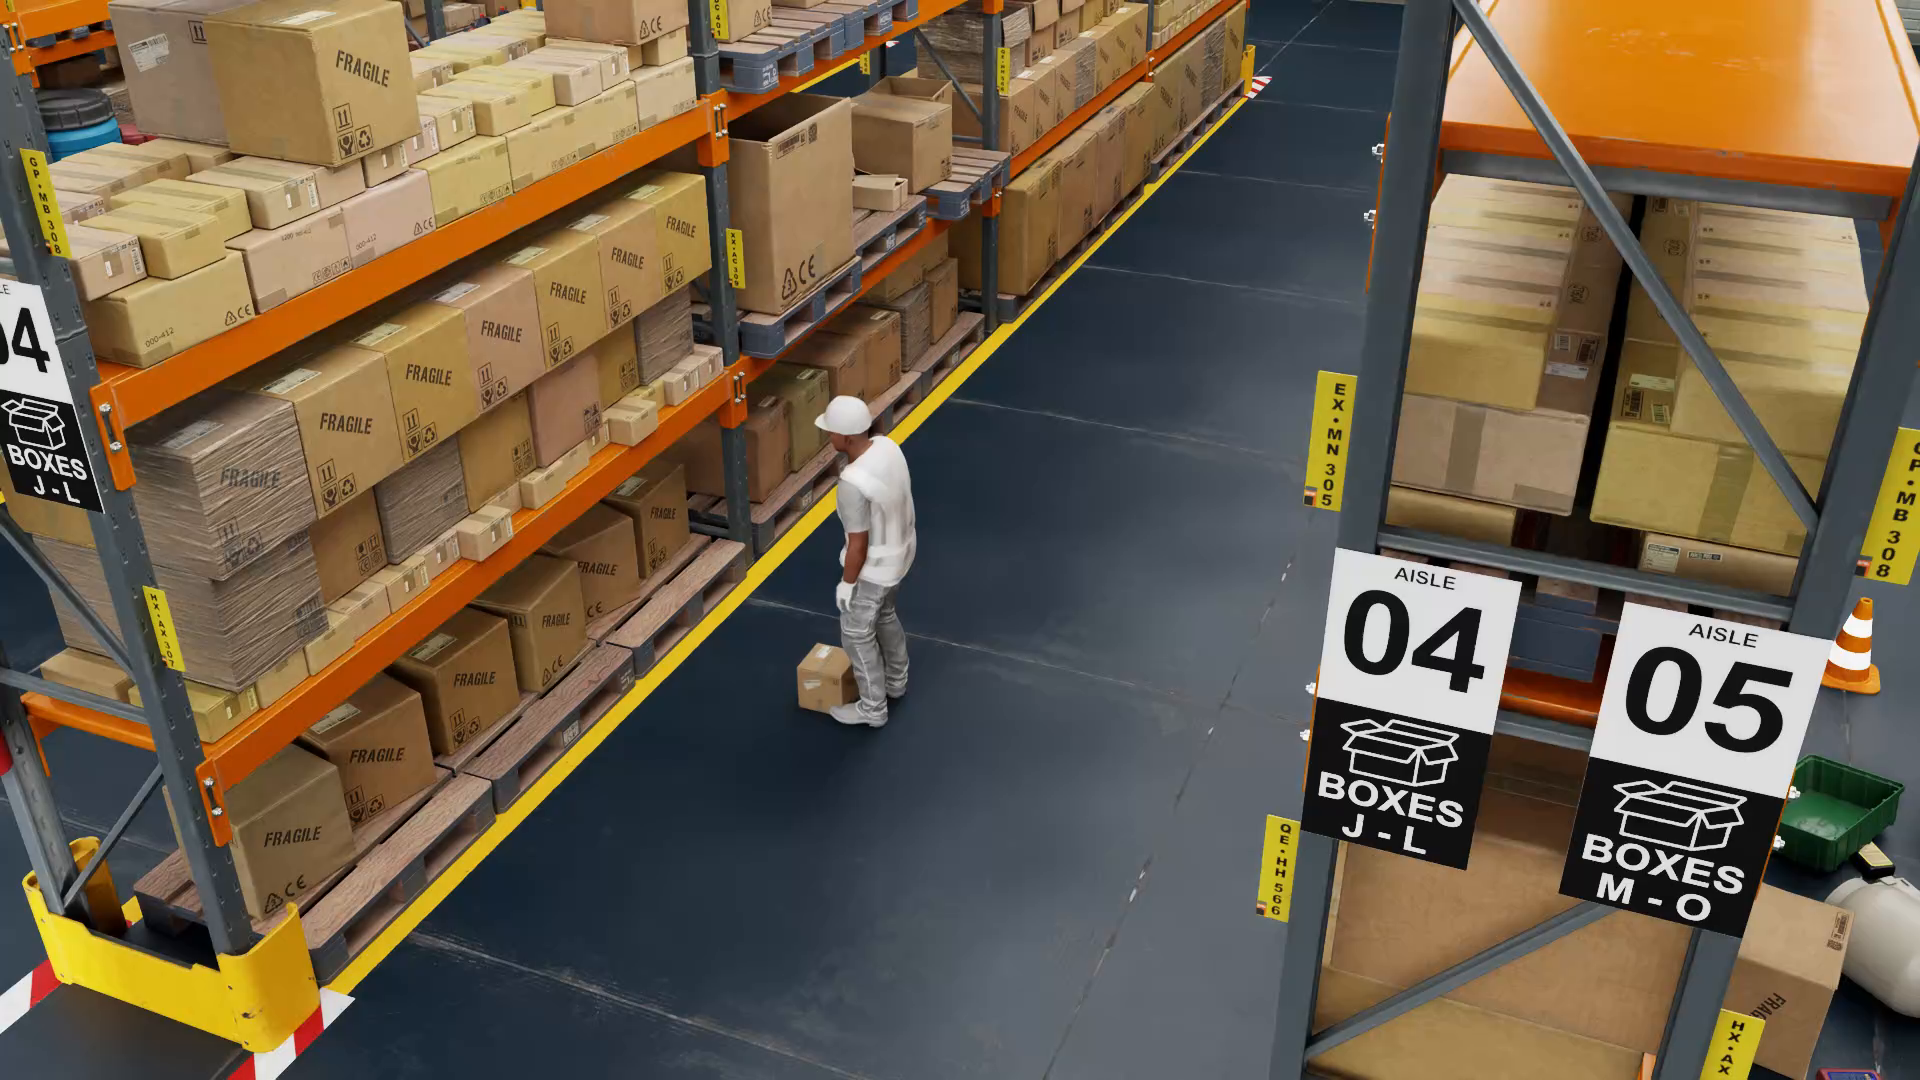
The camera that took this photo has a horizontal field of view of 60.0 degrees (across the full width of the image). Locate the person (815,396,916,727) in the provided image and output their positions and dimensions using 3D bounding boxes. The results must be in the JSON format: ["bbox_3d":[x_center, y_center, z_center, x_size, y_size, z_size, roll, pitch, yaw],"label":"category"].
[{"bbox_3d":[-0.457,0.102,8.211,0.452,1.772,0.616,10,31,17],"label":"person"}]
